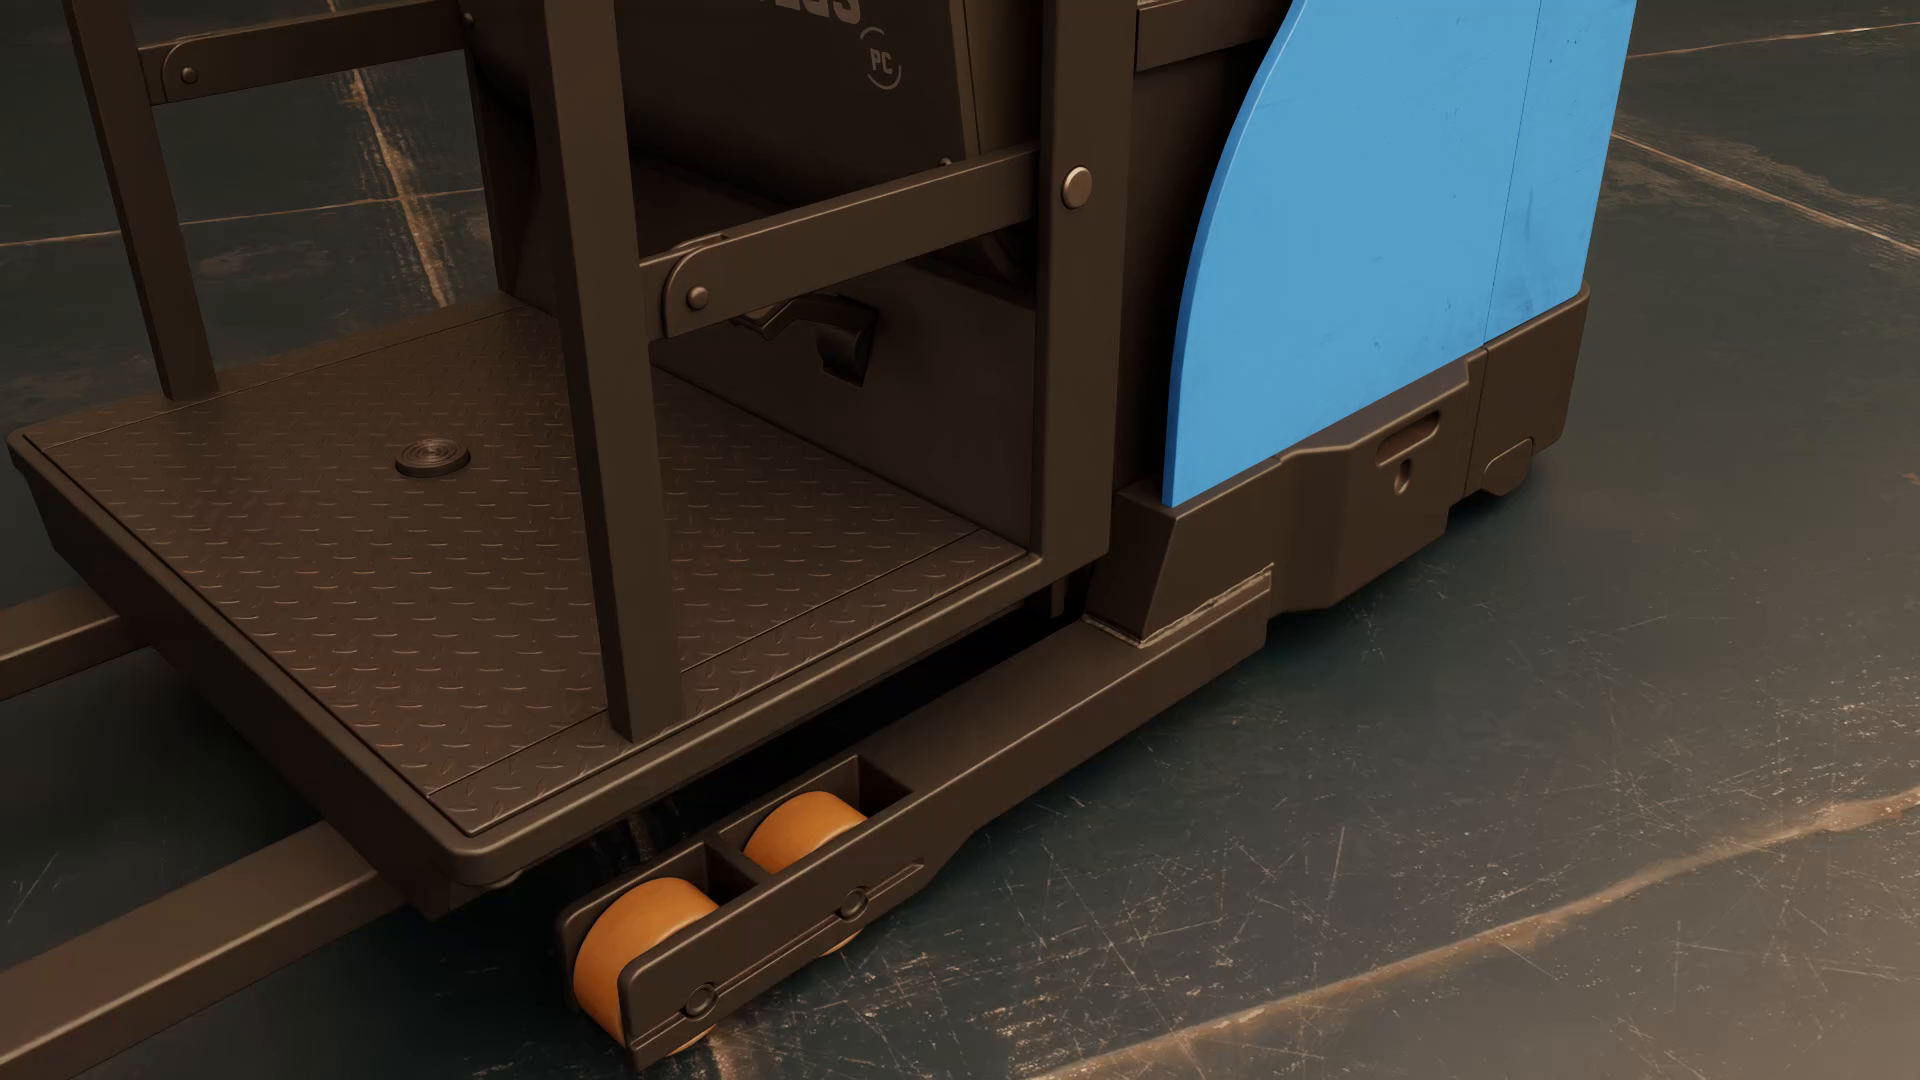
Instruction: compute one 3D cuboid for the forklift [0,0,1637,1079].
[{"bbox_3d":[-0.435,-1.063,1.405,3.031,2.935,1.130,-26,39,-37],"label":"forklift"}]
